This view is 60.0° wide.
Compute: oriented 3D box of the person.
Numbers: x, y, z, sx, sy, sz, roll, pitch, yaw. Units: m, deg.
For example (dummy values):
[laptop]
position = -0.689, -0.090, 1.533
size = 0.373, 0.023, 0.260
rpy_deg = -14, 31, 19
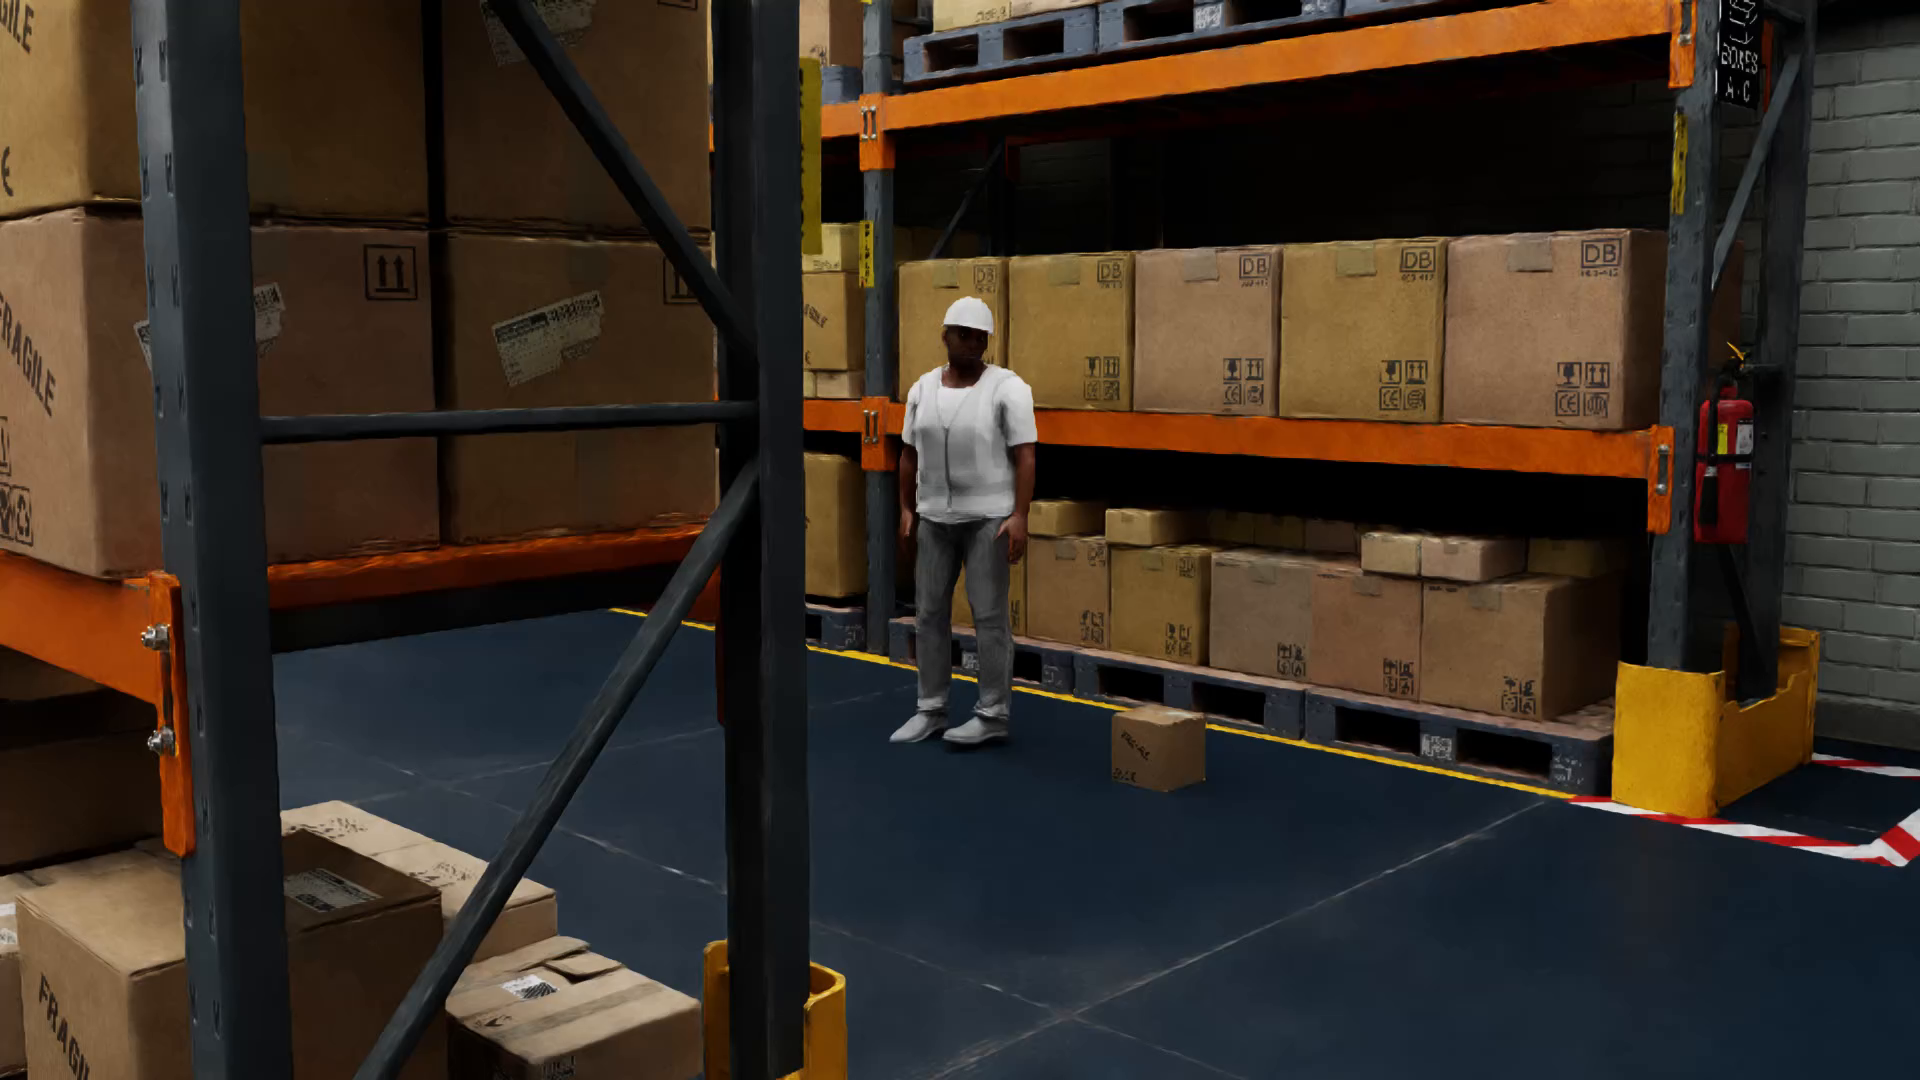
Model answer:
[person]
position = 0.007, -0.066, 6.658
size = 0.615, 1.804, 0.413
rpy_deg = 4, 8, 27
